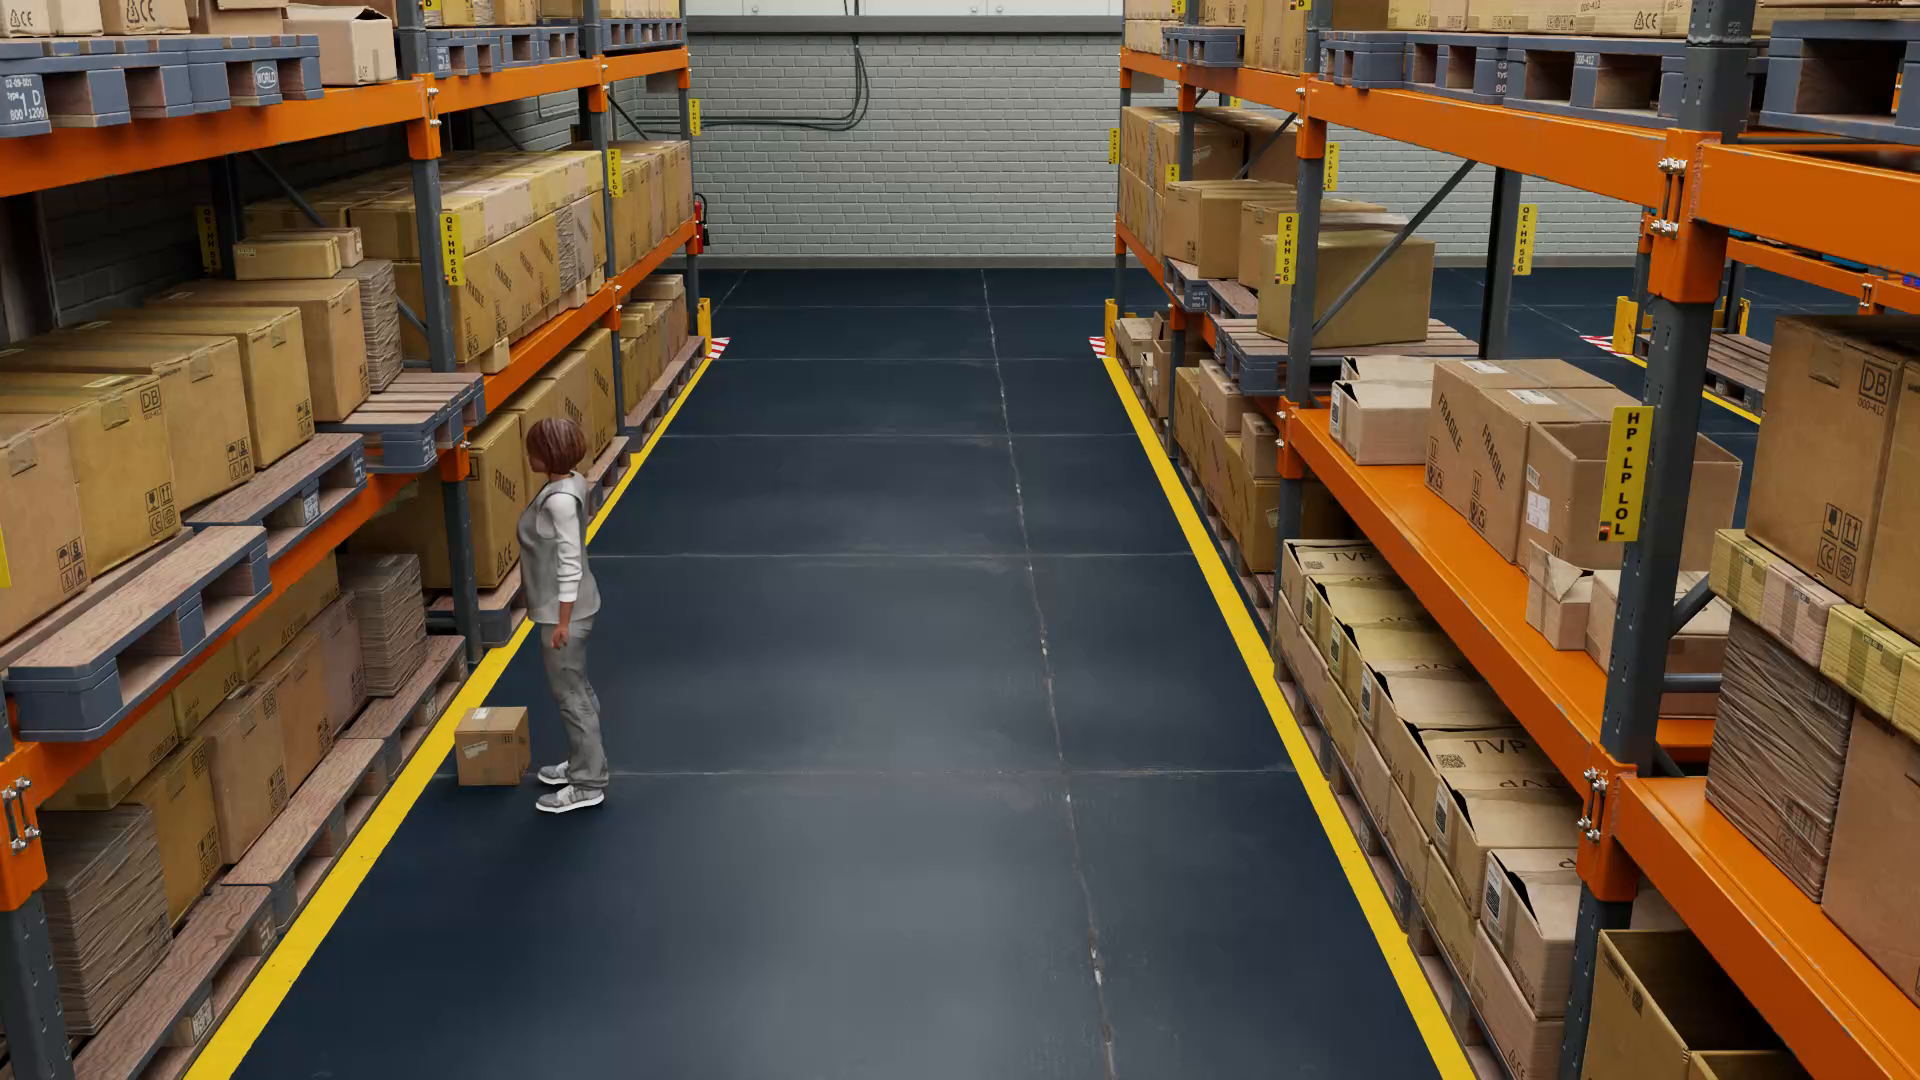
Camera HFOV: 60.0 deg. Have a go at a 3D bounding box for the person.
[{"bbox_3d":[-1.590,0.299,6.625,0.318,1.588,0.409,-3,18,-8],"label":"person"}]
